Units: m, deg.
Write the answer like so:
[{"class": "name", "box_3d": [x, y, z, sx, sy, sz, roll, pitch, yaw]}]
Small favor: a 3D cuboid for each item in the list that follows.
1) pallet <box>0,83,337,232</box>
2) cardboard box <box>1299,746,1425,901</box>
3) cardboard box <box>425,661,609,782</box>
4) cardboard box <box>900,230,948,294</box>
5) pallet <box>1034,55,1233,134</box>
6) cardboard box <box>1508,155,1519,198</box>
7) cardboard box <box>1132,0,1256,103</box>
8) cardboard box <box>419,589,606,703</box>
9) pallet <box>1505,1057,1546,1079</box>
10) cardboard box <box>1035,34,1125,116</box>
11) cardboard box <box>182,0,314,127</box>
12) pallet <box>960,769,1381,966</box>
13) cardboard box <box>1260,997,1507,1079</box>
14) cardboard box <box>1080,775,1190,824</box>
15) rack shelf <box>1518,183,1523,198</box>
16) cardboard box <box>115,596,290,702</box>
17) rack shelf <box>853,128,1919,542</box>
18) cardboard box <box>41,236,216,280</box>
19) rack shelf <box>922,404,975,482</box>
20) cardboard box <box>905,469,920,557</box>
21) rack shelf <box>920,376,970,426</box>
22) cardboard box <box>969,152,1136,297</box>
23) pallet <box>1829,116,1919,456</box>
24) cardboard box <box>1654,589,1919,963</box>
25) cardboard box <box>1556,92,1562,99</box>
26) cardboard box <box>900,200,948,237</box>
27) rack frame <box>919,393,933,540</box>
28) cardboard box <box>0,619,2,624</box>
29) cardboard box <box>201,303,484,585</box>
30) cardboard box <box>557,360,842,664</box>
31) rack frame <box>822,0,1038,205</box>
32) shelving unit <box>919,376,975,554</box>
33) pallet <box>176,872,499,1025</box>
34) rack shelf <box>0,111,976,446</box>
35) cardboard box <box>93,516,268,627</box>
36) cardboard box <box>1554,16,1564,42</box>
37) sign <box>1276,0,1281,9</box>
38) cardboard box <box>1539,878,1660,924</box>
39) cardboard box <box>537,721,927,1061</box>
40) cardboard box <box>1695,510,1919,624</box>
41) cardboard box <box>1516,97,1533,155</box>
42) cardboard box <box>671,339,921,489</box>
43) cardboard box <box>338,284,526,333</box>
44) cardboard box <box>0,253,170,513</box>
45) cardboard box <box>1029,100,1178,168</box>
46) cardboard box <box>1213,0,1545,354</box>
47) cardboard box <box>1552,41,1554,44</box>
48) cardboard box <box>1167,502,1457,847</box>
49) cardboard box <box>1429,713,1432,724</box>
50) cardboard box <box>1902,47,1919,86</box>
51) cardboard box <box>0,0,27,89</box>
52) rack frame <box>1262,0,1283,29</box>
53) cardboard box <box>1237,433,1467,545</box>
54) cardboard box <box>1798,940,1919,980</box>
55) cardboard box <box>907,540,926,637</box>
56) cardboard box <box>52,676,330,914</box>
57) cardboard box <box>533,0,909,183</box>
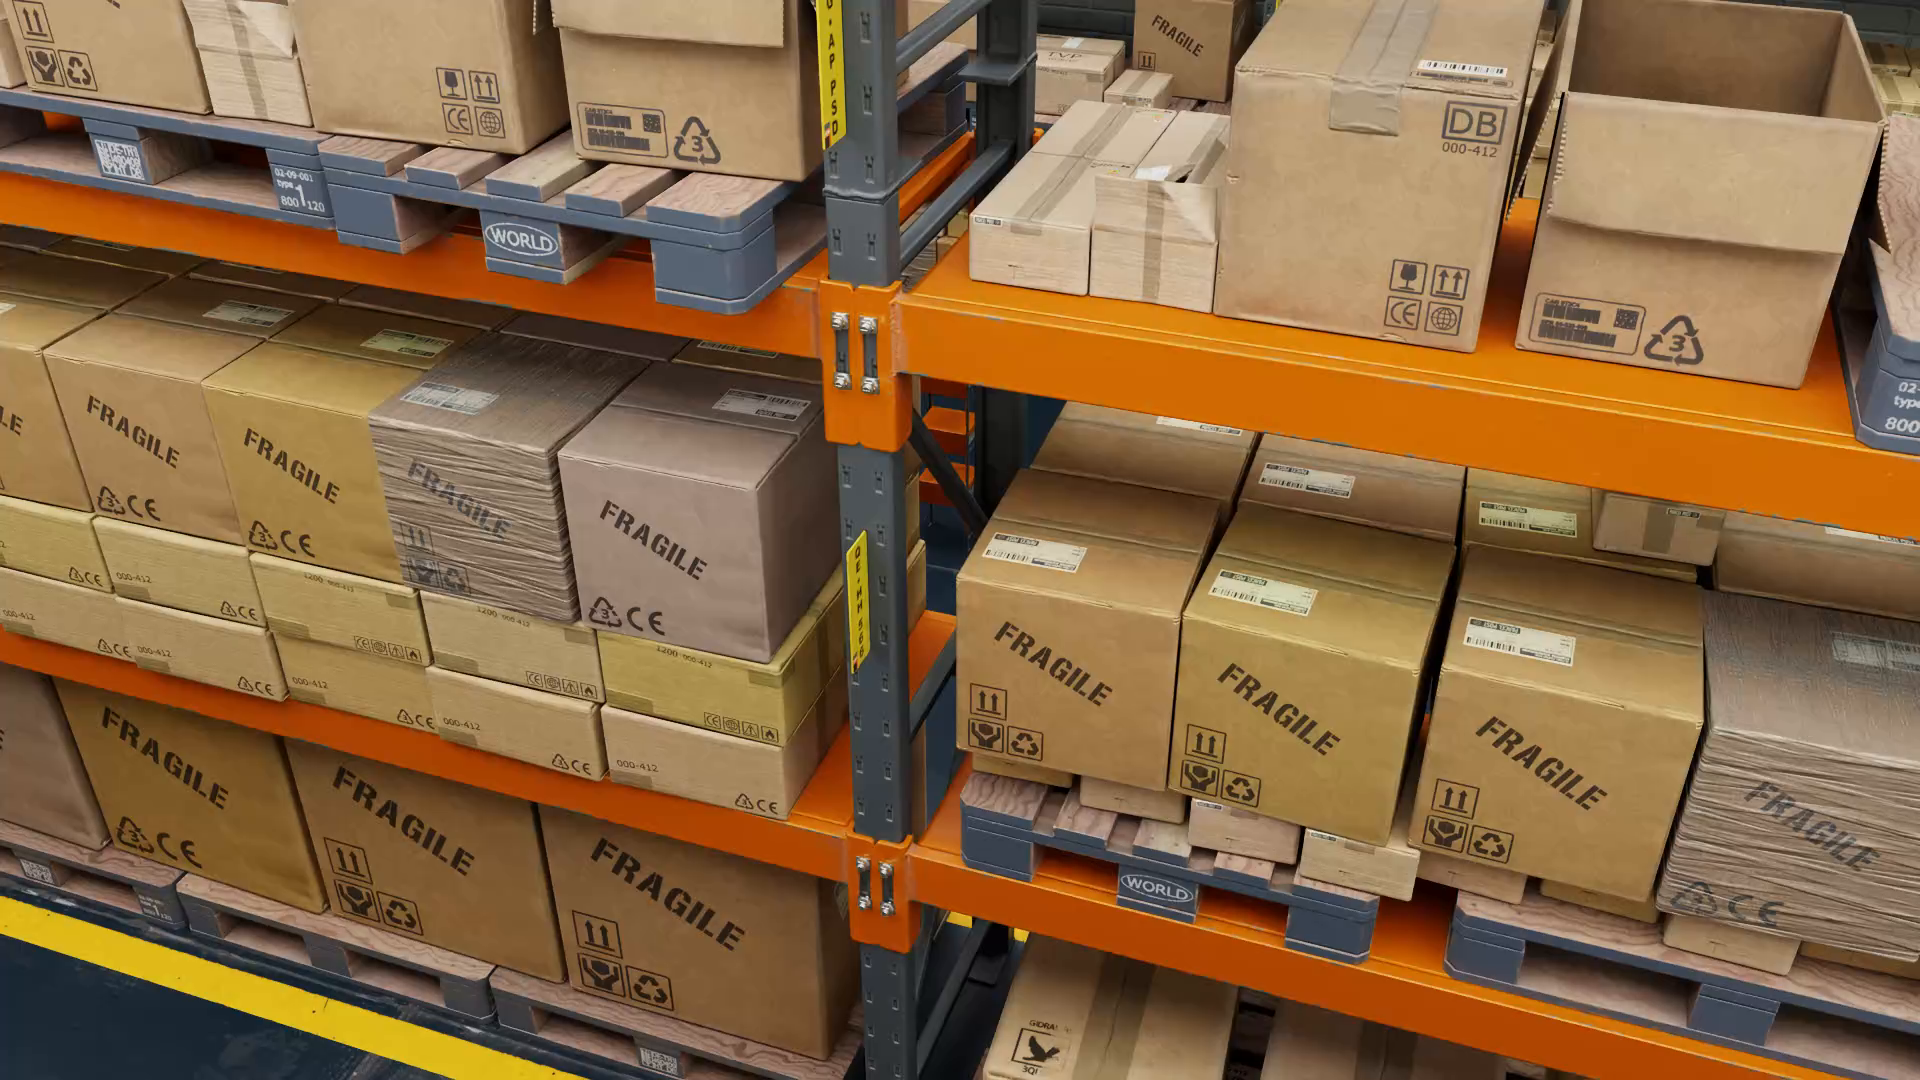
[{"class": "pallet", "box_3d": [-1.719, -1.132, 4.146, 1.213, 0.211, 1.003, 13, 35, 19]}, {"class": "cardboard box", "box_3d": [0.951, 0.630, 3.853, 0.250, 0.149, 0.380, 11, 34, 17]}, {"class": "cardboard box", "box_3d": [-1.091, 0.361, 4.564, 0.500, 0.250, 0.500, 12, 35, 17]}, {"class": "cardboard box", "box_3d": [-0.297, -1.563, 9.323, 0.500, 0.500, 0.500, 10, 34, 15]}, {"class": "pallet", "box_3d": [0.968, -2.200, 8.568, 1.003, 0.211, 1.213, 11, 34, 16]}, {"class": "cardboard box", "box_3d": [2.437, -1.829, 7.955, 0.500, 0.250, 0.500, 10, 34, 15]}, {"class": "cardboard box", "box_3d": [1.198, -2.585, 8.508, 0.500, 0.500, 0.500, 13, 35, 19]}, {"class": "cardboard box", "box_3d": [-1.066, 0.145, 4.437, 0.500, 0.250, 0.500, 10, 34, 15]}, {"class": "pallet", "box_3d": [1.839, 1.883, 4.640, 1.213, 0.211, 1.003, 11, 34, 16]}, {"class": "cardboard box", "box_3d": [0.528, -2.333, 8.350, 0.500, 0.250, 0.500, 9, 34, 14]}, {"class": "cardboard box", "box_3d": [-1.455, -1.110, 3.676, 0.258, 0.266, 0.396, 10, 34, 15]}, {"class": "pallet", "box_3d": [0.666, 0.500, 4.387, 1.003, 0.211, 1.213, 11, 34, 16]}, {"class": "cardboard box", "box_3d": [1.185, 1.510, 4.681, 0.625, 0.372, 0.950, 10, 34, 16]}, {"class": "cardboard box", "box_3d": [0.457, 0.496, 4.062, 0.250, 0.149, 0.380, 9, 34, 14]}, {"class": "rack shelf", "box_3d": [3.513, -1.524, 8.008, 4.000, 0.370, 1.077, 11, 34, 16]}, {"class": "cardboard box", "box_3d": [-2.049, 0.182, 4.842, 0.500, 0.250, 0.500, 10, 34, 16]}, {"class": "rack shelf", "box_3d": [1.842, -0.249, 3.268, 4.000, 0.370, 1.077, 11, 34, 16]}, {"class": "cardboard box", "box_3d": [-2.341, -0.704, 5.060, 0.500, 0.500, 0.500, 12, 35, 18]}, {"class": "rack shelf", "box_3d": [-0.050, -0.442, 7.486, 0.240, 0.259, 0.215, 11, 34, 16]}, {"class": "cardboard box", "box_3d": [-0.435, -0.023, 4.697, 0.500, 0.250, 0.500, 11, 34, 16]}, {"class": "rack shelf", "box_3d": [-0.050, -0.680, 7.332, 0.240, 0.259, 0.215, 11, 34, 16]}, {"class": "cardboard box", "box_3d": [0.198, -0.667, 3.484, 0.250, 0.149, 0.380, 11, 34, 16]}, {"class": "pallet", "box_3d": [2.202, -0.462, 3.107, 1.003, 0.211, 1.213, 11, 34, 16]}, {"class": "cardboard box", "box_3d": [1.768, 0.481, 3.486, 0.500, 0.500, 0.500, 10, 34, 15]}, {"class": "cardboard box", "box_3d": [2.830, -2.144, 7.615, 0.250, 0.149, 0.380, 11, 35, 17]}, {"class": "cardboard box", "box_3d": [-0.159, -1.809, 9.106, 0.250, 0.149, 0.380, 9, 34, 14]}, {"class": "rack frame", "box_3d": [-0.165, -0.473, 7.515, 0.008, 1.050, 0.200, 11, 34, 16]}, {"class": "cardboard box", "box_3d": [-2.994, -0.017, 5.149, 0.500, 0.250, 0.500, 10, 34, 15]}, {"class": "cardboard box", "box_3d": [-1.567, -0.264, 4.379, 0.500, 0.500, 0.500, 11, 34, 17]}, {"class": "cardboard box", "box_3d": [-0.616, -0.080, 4.094, 0.500, 0.500, 0.500, 10, 34, 15]}, {"class": "rack frame", "box_3d": [-0.041, -2.177, 2.826, 0.127, 3.000, 1.000, 11, 34, 16]}, {"class": "shelving unit", "box_3d": [-0.050, -0.451, 7.480, 0.252, 1.050, 0.215, 11, 34, 16]}, {"class": "pallet", "box_3d": [-1.902, 1.108, 5.840, 1.213, 0.211, 1.003, 11, 34, 16]}, {"class": "rack shelf", "box_3d": [-1.924, -0.981, 4.401, 4.000, 0.370, 1.077, 11, 34, 16]}, {"class": "cardboard box", "box_3d": [-2.044, -0.033, 4.713, 0.500, 0.250, 0.500, 10, 34, 15]}, {"class": "cardboard box", "box_3d": [2.986, -2.384, 7.987, 0.250, 0.149, 0.380, 11, 34, 16]}, {"class": "sign", "box_3d": [1.456, -2.366, 7.655, 0.005, 0.325, 0.100, 11, 34, 16]}, {"class": "cardboard box", "box_3d": [1.483, 0.666, 3.797, 0.250, 0.149, 0.380, 12, 35, 18]}, {"class": "cardboard box", "box_3d": [-0.663, 0.891, 5.177, 0.875, 0.875, 0.875, 11, 34, 16]}, {"class": "cardboard box", "box_3d": [1.960, 0.222, 3.887, 0.500, 0.500, 0.500, 10, 34, 15]}, {"class": "cardboard box", "box_3d": [2.436, -2.041, 7.823, 0.500, 0.250, 0.500, 12, 35, 18]}, {"class": "cardboard box", "box_3d": [-0.423, -0.334, 4.488, 0.500, 0.500, 0.500, 10, 34, 15]}, {"class": "cardboard box", "box_3d": [-1.375, -0.522, 4.780, 0.500, 0.500, 0.500, 12, 35, 18]}, {"class": "cardboard box", "box_3d": [-2.530, -0.452, 4.670, 0.500, 0.500, 0.500, 10, 34, 15]}, {"class": "cardboard box", "box_3d": [0.327, -0.861, 3.784, 0.250, 0.149, 0.380, 11, 34, 16]}, {"class": "cardboard box", "box_3d": [0.848, -0.780, 3.336, 0.500, 0.500, 0.700, 11, 34, 16]}, {"class": "cardboard box", "box_3d": [3.099, -2.213, 8.090, 0.500, 0.250, 0.500, 11, 34, 16]}, {"class": "cardboard box", "box_3d": [0.798, 0.292, 3.779, 0.500, 0.500, 0.500, 13, 35, 19]}, {"class": "cardboard box", "box_3d": [1.374, 0.341, 4.301, 0.250, 0.149, 0.380, 12, 35, 17]}, {"class": "cardboard box", "box_3d": [4.420, -2.107, 7.557, 0.250, 0.149, 0.380, 11, 34, 16]}, {"class": "cardboard box", "box_3d": [-2.204, -1.256, 3.901, 0.258, 0.266, 0.396, 14, 35, 20]}, {"class": "rack frame", "box_3d": [1.630, -2.192, 8.380, 0.127, 3.000, 1.000, 11, 34, 16]}, {"class": "cardboard box", "box_3d": [0.971, 0.030, 4.185, 0.500, 0.500, 0.500, 10, 34, 16]}, {"class": "cardboard box", "box_3d": [1.978, 0.756, 3.658, 0.250, 0.149, 0.380, 10, 34, 15]}, {"class": "cardboard box", "box_3d": [-0.417, 0.188, 4.831, 0.500, 0.250, 0.500, 10, 34, 16]}, {"class": "cardboard box", "box_3d": [-2.343, 0.561, 5.687, 0.875, 0.875, 0.875, 12, 35, 18]}, {"class": "cardboard box", "box_3d": [-0.447, -1.129, 3.485, 0.637, 0.503, 0.797, 9, 34, 14]}]
